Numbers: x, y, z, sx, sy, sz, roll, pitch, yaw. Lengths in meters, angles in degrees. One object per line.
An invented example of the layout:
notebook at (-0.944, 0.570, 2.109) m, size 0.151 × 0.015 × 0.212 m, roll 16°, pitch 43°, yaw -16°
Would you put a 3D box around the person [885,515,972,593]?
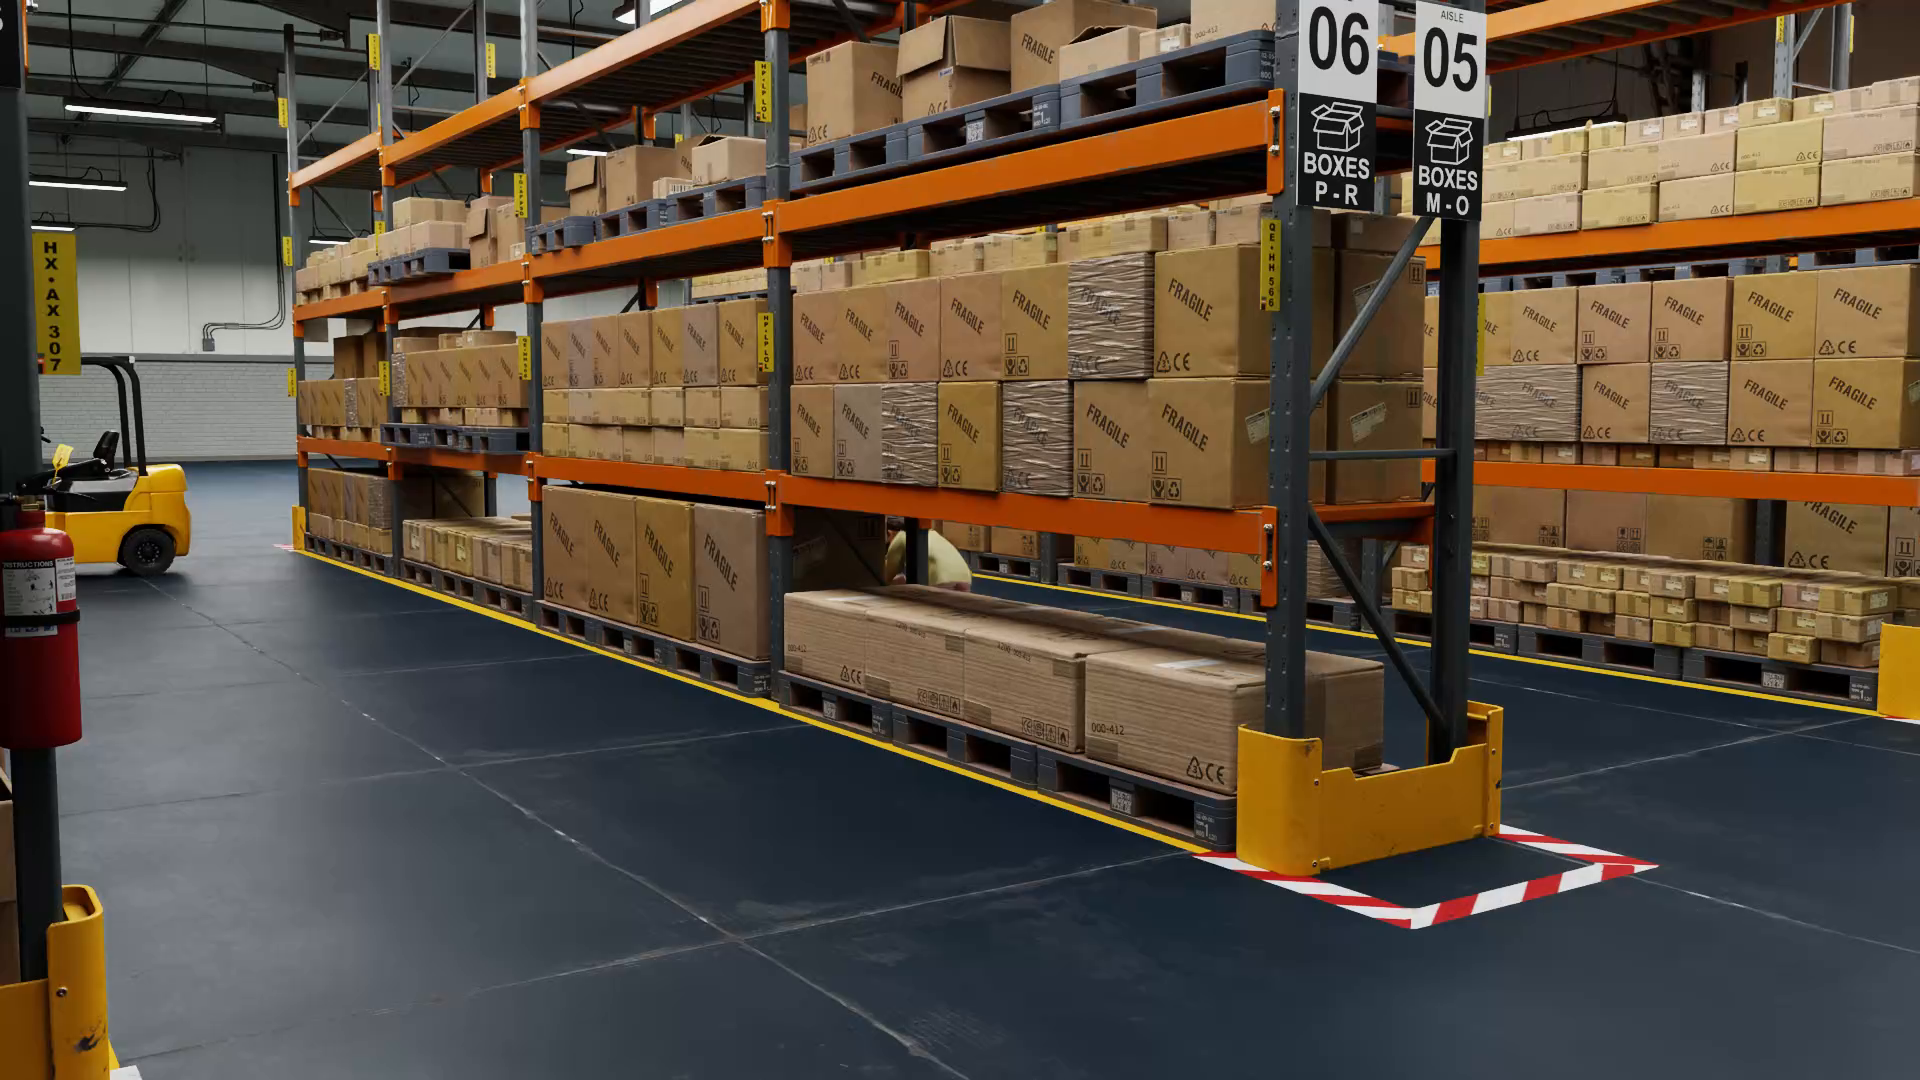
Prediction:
person at (-0.265, 0.288, 11.617) m, size 0.459 × 0.930 × 0.834 m, roll -3°, pitch 6°, yaw -35°
